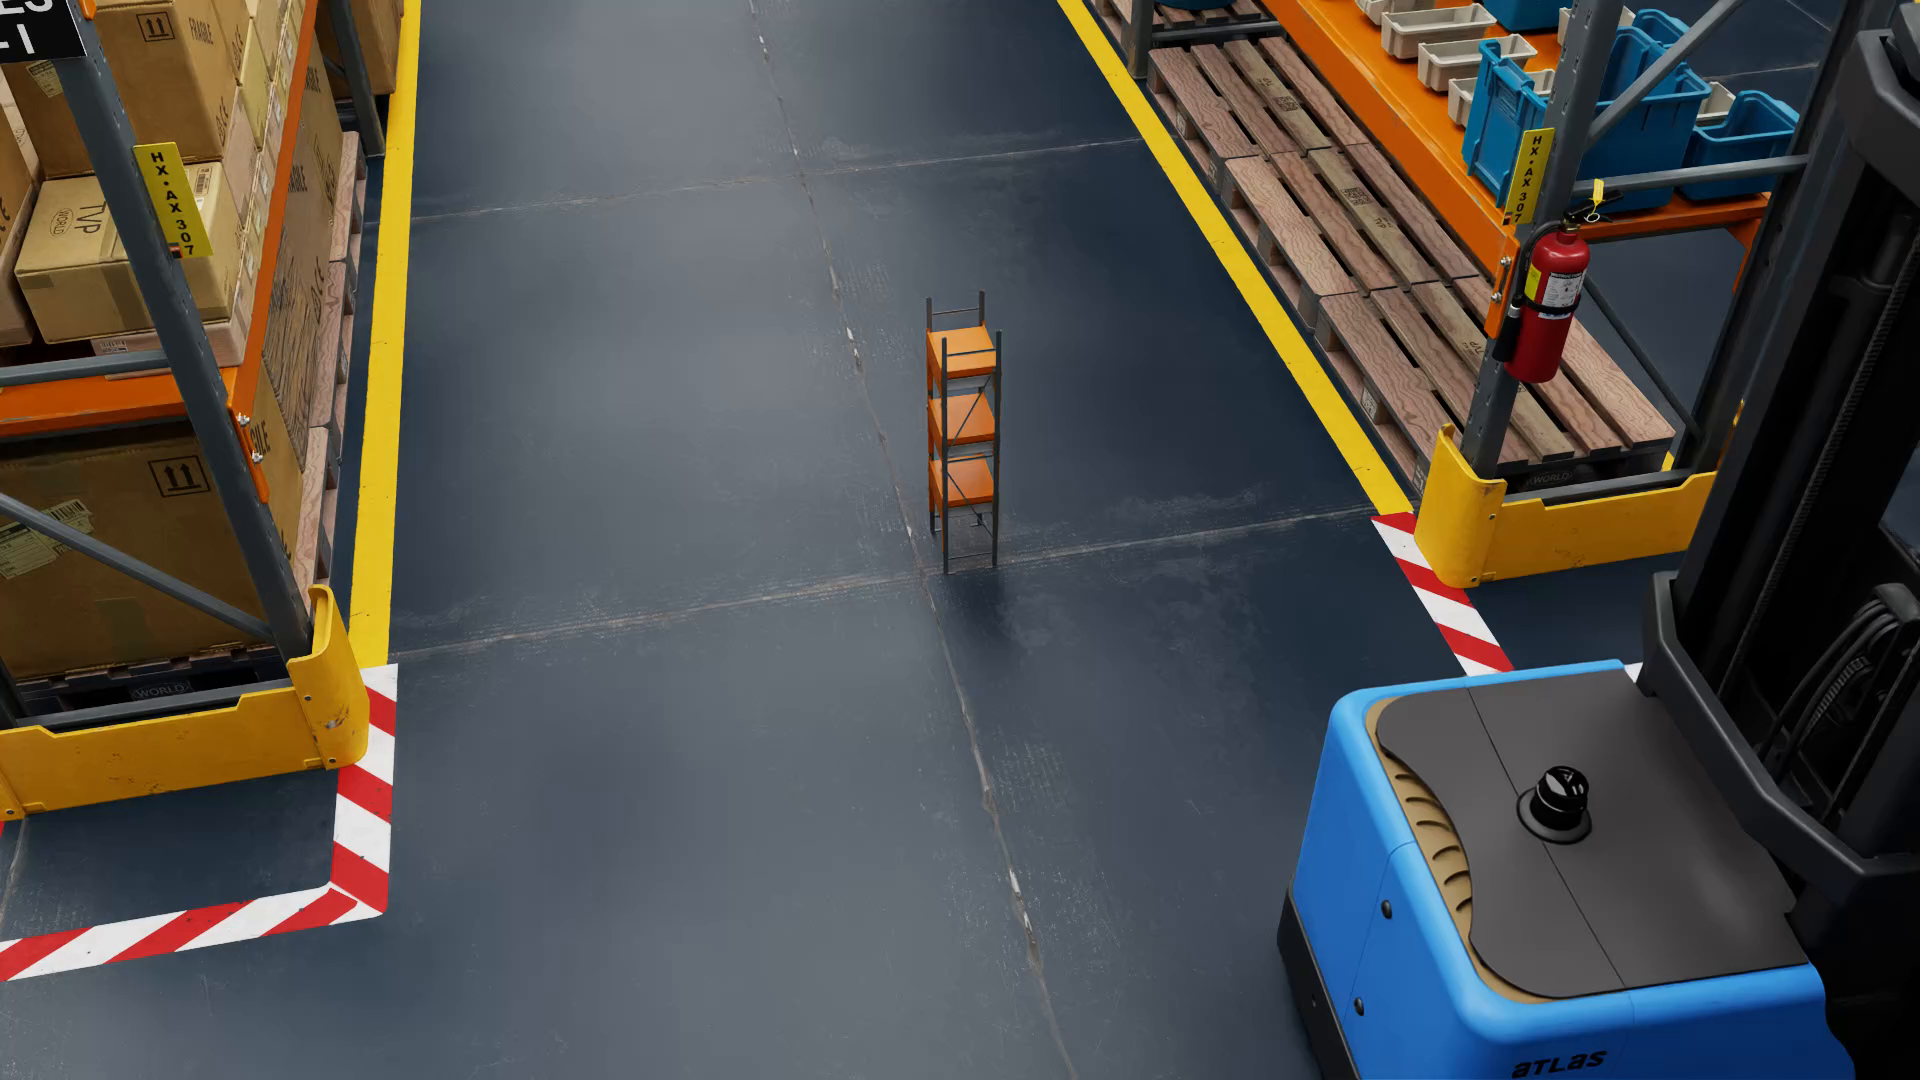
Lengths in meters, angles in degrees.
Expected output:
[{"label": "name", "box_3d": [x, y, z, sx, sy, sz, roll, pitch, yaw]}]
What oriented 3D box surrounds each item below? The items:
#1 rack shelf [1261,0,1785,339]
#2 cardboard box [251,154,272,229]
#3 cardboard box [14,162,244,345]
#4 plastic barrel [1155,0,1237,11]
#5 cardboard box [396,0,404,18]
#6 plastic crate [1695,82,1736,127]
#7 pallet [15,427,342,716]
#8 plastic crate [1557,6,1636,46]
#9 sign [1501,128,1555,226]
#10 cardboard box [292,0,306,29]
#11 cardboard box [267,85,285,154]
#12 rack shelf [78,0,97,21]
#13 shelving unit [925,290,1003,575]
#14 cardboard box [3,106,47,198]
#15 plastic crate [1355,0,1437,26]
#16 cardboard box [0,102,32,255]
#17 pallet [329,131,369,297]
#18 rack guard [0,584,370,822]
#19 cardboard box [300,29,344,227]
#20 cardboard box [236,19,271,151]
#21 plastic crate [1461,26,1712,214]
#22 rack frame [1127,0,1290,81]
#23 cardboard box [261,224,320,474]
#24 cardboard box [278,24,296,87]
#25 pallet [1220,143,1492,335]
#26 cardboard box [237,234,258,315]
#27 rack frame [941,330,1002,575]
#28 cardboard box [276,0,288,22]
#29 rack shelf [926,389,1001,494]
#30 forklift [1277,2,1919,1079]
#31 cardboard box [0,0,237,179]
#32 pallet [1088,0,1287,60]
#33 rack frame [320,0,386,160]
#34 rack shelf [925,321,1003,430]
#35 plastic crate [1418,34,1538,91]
[{"label": "rack shelf", "box_3d": [1.853, -2.172, 6.979, 1.077, 0.370, 4.000, -8, 42, -9]}, {"label": "cardboard box", "box_3d": [-2.476, -1.119, 5.441, 0.380, 0.149, 0.250, -9, 42, -10]}, {"label": "cardboard box", "box_3d": [-2.392, -0.840, 4.826, 0.500, 0.250, 0.500, -9, 42, -10]}, {"label": "plastic barrel", "box_3d": [1.320, -3.465, 9.158, 0.600, 0.901, 0.708, -8, 42, -9]}, {"label": "cardboard box", "box_3d": [-3.767, -3.381, 9.084, 1.225, 0.875, 0.875, -10, 43, -11]}, {"label": "plastic crate", "box_3d": [2.564, -1.495, 5.829, 0.250, 0.136, 0.298, -8, 42, -9]}, {"label": "pallet", "box_3d": [-2.801, 0.101, 5.977, 1.003, 0.211, 1.213, -8, 42, -9]}, {"label": "plastic crate", "box_3d": [2.418, -1.935, 6.324, 0.250, 0.136, 0.298, -8, 42, -9]}, {"label": "sign", "box_3d": [1.751, -1.116, 5.125, 0.100, 0.325, 0.005, -8, 42, -9]}, {"label": "cardboard box", "box_3d": [-2.807, -2.116, 6.563, 0.380, 0.149, 0.250, -8, 42, -8]}, {"label": "cardboard box", "box_3d": [-2.586, -1.451, 5.815, 0.380, 0.149, 0.250, -9, 42, -10]}, {"label": "rack shelf", "box_3d": [-2.984, -2.584, 5.184, 1.077, 0.370, 4.000, -8, 42, -9]}, {"label": "shelving unit", "box_3d": [0.012, -0.358, 5.862, 0.215, 1.050, 0.252, -8, 42, -9]}, {"label": "cardboard box", "box_3d": [-3.025, -1.095, 5.113, 0.500, 0.250, 0.500, -9, 42, -10]}, {"label": "plastic crate", "box_3d": [1.717, -2.127, 6.540, 0.298, 0.136, 0.250, -8, 42, -9]}, {"label": "cardboard box", "box_3d": [-2.914, -1.049, 4.496, 0.500, 0.500, 0.500, -8, 42, -9]}, {"label": "pallet", "box_3d": [-3.328, -1.481, 7.759, 1.003, 0.211, 1.213, -8, 42, -9]}, {"label": "rack guard", "box_3d": [-2.547, 0.516, 5.293, 1.175, 0.500, 0.348, -8, 42, -9]}, {"label": "cardboard box", "box_3d": [-3.351, -1.951, 7.472, 0.875, 0.875, 0.875, -8, 42, -9]}, {"label": "cardboard box", "box_3d": [-2.616, -1.502, 5.572, 0.500, 0.250, 0.500, -10, 43, -11]}, {"label": "plastic crate", "box_3d": [2.030, -1.371, 5.463, 0.616, 0.435, 0.499, -8, 42, -9]}, {"label": "rack frame", "box_3d": [1.421, -3.737, 8.201, 1.000, 3.000, 0.127, -8, 42, -9]}, {"label": "cardboard box", "box_3d": [-2.965, -0.791, 6.165, 0.875, 0.875, 0.875, -8, 42, -9]}, {"label": "cardboard box", "box_3d": [-2.698, -1.785, 6.191, 0.380, 0.149, 0.250, -8, 42, -9]}, {"label": "pallet", "box_3d": [1.884, -1.431, 7.703, 1.003, 0.211, 1.213, -8, 42, -9]}, {"label": "cardboard box", "box_3d": [-2.363, -0.784, 5.063, 0.380, 0.149, 0.250, -9, 42, -10]}, {"label": "rack frame", "box_3d": [0.038, -0.279, 5.773, 0.200, 1.050, 0.008, -8, 42, -9]}, {"label": "cardboard box", "box_3d": [-2.839, -2.168, 6.322, 0.500, 0.250, 0.500, -8, 42, -8]}, {"label": "rack shelf", "box_3d": [0.012, -0.350, 5.869, 0.215, 0.259, 0.240, -8, 42, -9]}, {"label": "forklift", "box_3d": [2.483, 0.255, 3.755, 3.031, 2.935, 1.130, -6, 42, -7]}, {"label": "cardboard box", "box_3d": [-2.500, -1.444, 4.942, 0.500, 0.500, 0.500, -9, 42, -10]}, {"label": "pallet", "box_3d": [1.295, -3.201, 9.697, 1.003, 0.211, 1.213, -8, 42, -9]}, {"label": "rack frame", "box_3d": [-3.415, -3.028, 7.401, 1.000, 3.000, 0.127, -8, 42, -9]}, {"label": "rack shelf", "box_3d": [0.012, -0.562, 5.681, 0.215, 0.259, 0.240, -8, 42, -9]}, {"label": "plastic crate", "box_3d": [1.883, -1.761, 6.128, 0.396, 0.136, 0.243, -8, 42, -9]}]
